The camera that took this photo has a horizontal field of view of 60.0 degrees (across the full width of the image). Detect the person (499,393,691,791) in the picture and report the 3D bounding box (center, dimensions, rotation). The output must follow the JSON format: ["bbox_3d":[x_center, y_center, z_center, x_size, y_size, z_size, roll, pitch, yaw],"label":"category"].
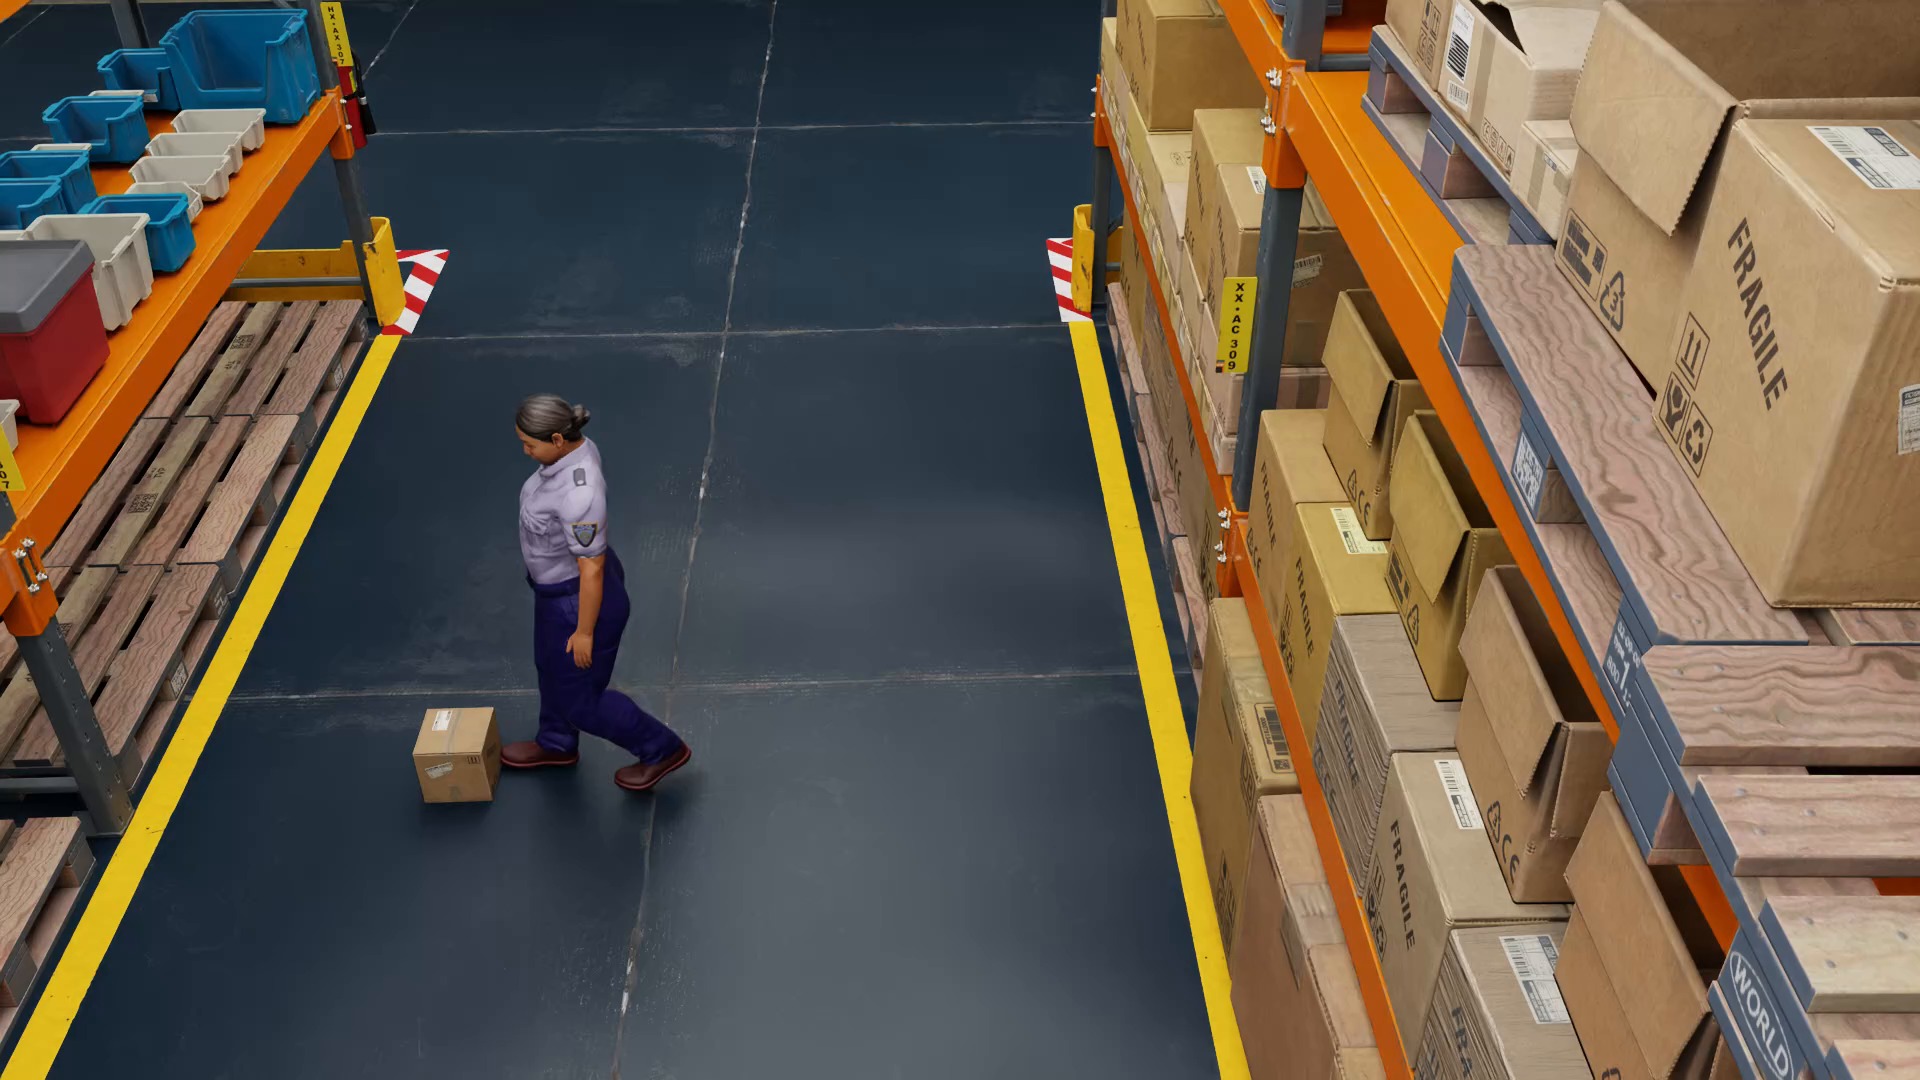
[{"bbox_3d":[-1.386,0.209,5.844,0.695,1.619,0.513,-8,36,-11],"label":"person"}]
